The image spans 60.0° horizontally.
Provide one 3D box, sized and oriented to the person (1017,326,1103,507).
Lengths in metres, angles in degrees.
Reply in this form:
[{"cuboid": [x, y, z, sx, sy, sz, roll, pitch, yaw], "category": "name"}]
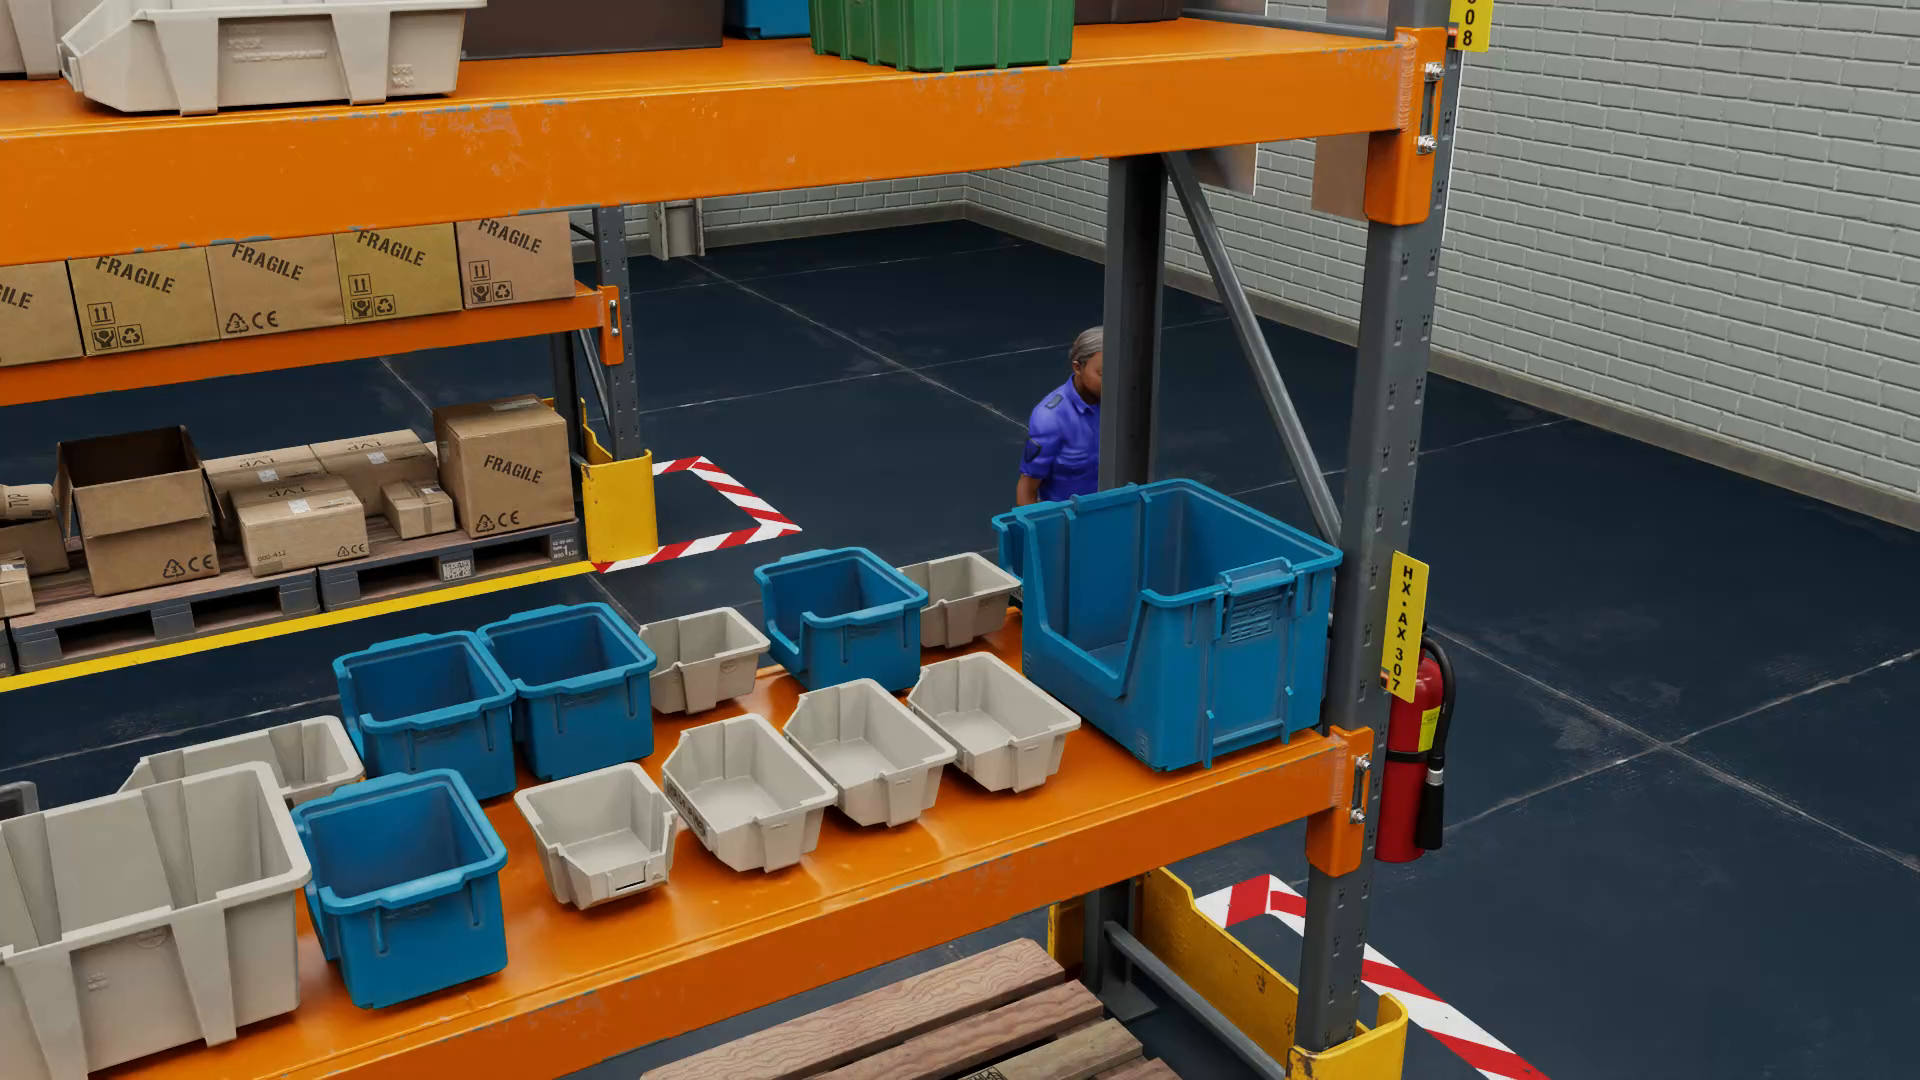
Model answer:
[{"cuboid": [0.426, 0.019, 6.048, 0.505, 1.655, 0.346, -12, 25, -28], "category": "person"}]
